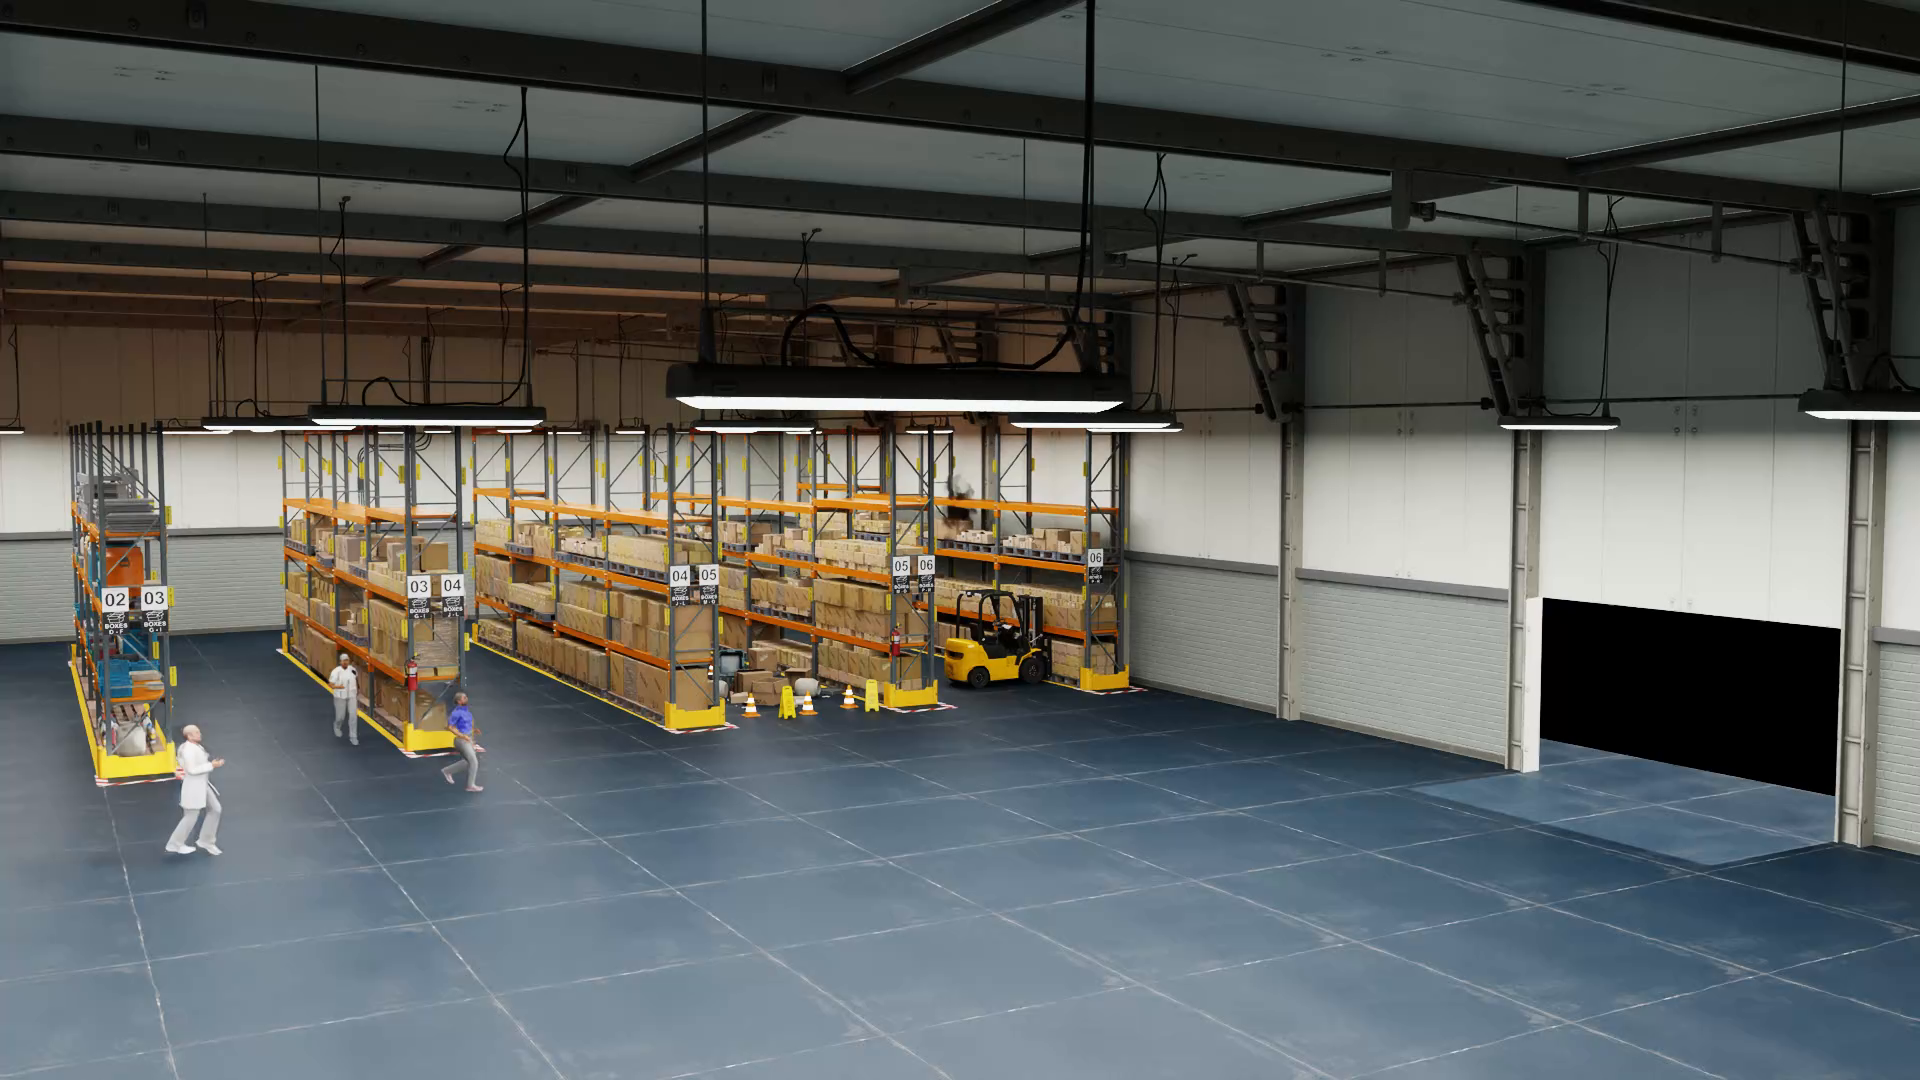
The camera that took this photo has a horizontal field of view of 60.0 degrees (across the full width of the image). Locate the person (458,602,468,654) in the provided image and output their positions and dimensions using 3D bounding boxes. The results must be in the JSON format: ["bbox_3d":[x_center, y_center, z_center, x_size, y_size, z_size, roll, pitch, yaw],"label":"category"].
[{"bbox_3d":[-13.114,2.176,43.166,0.677,1.801,0.891,-1,4,-21],"label":"person"}]

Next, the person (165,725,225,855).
[{"bbox_3d":[-10.423,3.436,22.688,0.794,1.844,0.685,-1,4,-11],"label":"person"}]

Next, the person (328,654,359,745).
[{"bbox_3d":[-11.500,2.956,31.104,0.606,1.666,0.924,-3,4,-36],"label":"person"}]

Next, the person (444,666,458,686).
[{"bbox_3d":[-11.768,2.529,38.284,0.562,1.667,0.607,-2,4,-33],"label":"person"}]

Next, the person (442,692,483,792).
[{"bbox_3d":[-8.060,3.255,26.863,0.681,1.608,0.581,0,4,3],"label":"person"}]
